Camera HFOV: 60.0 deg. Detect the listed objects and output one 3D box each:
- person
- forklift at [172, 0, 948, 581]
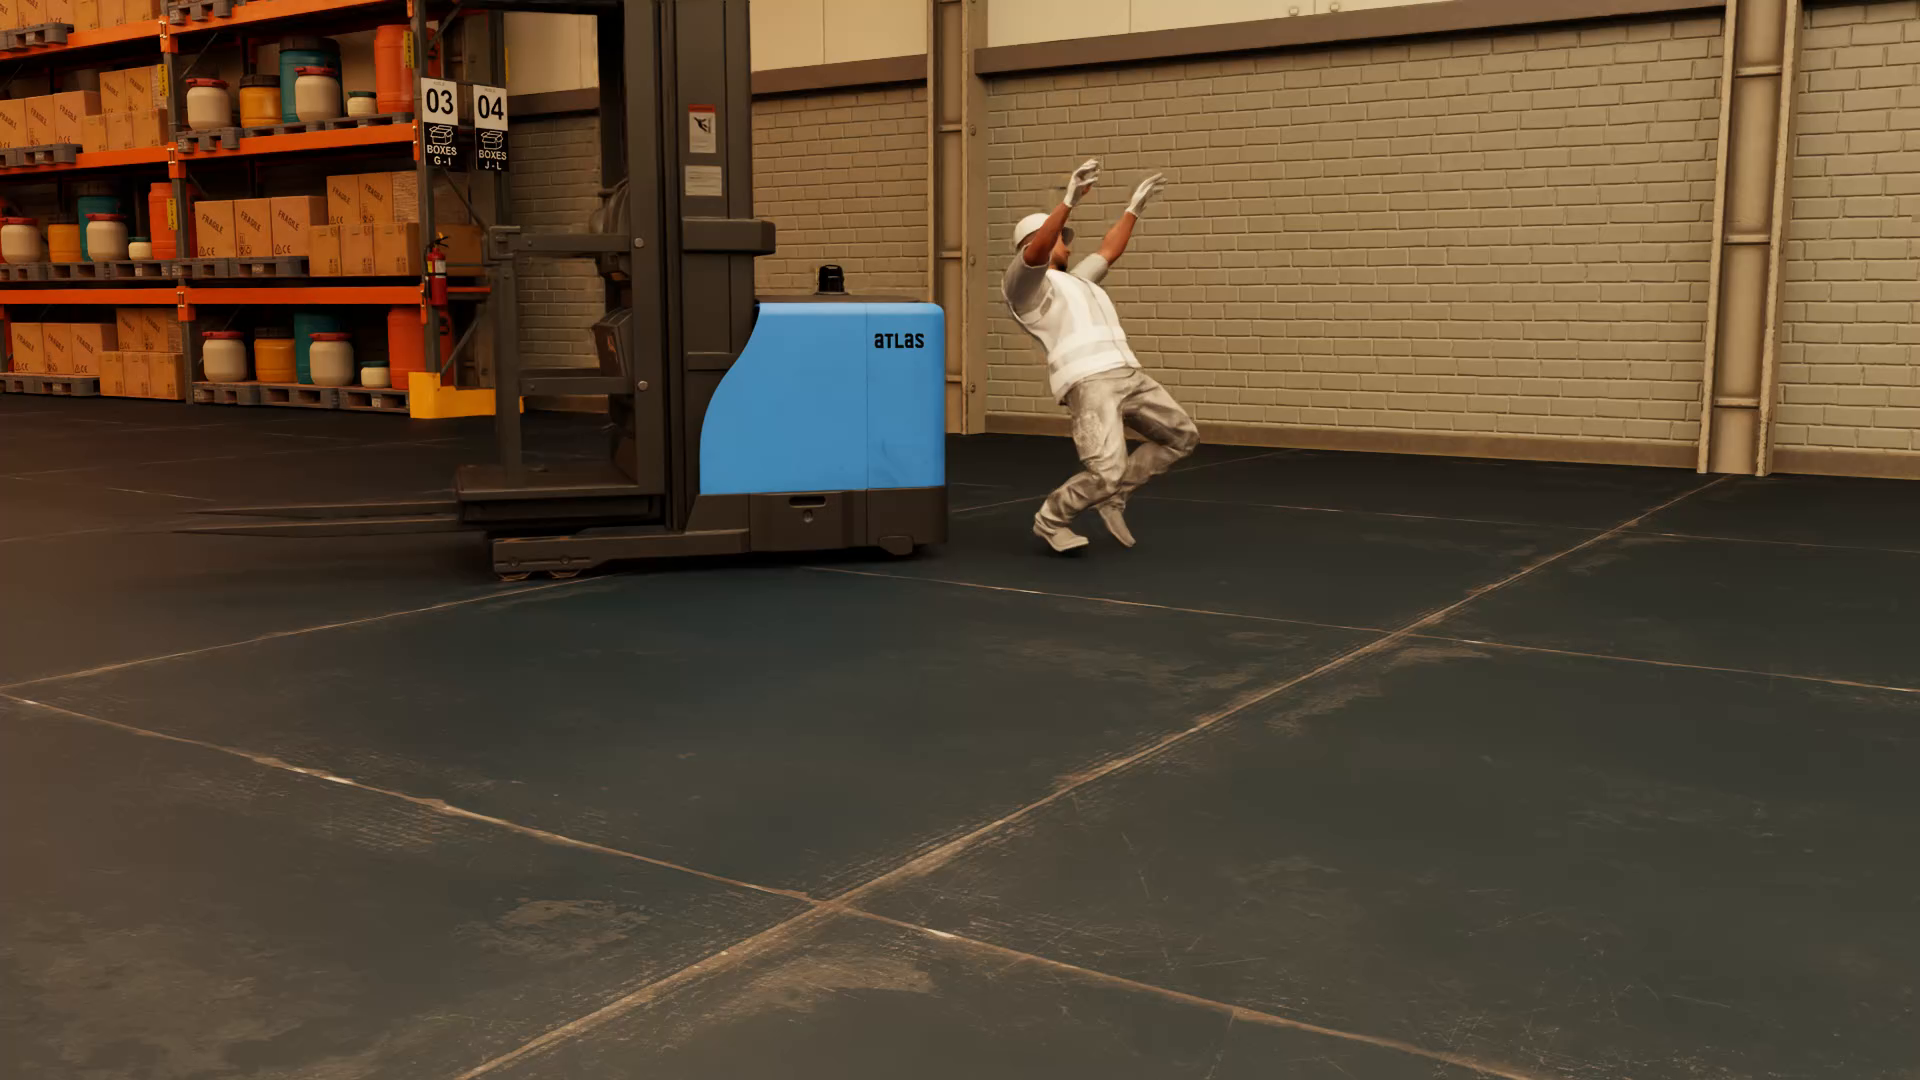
[{"bbox_3d":[0.580,-0.765,7.166,0.771,1.650,0.994,6,10,35],"label":"person"},{"bbox_3d":[-1.626,-1.374,6.855,3.031,2.935,1.130,-3,8,-17],"label":"forklift"}]
